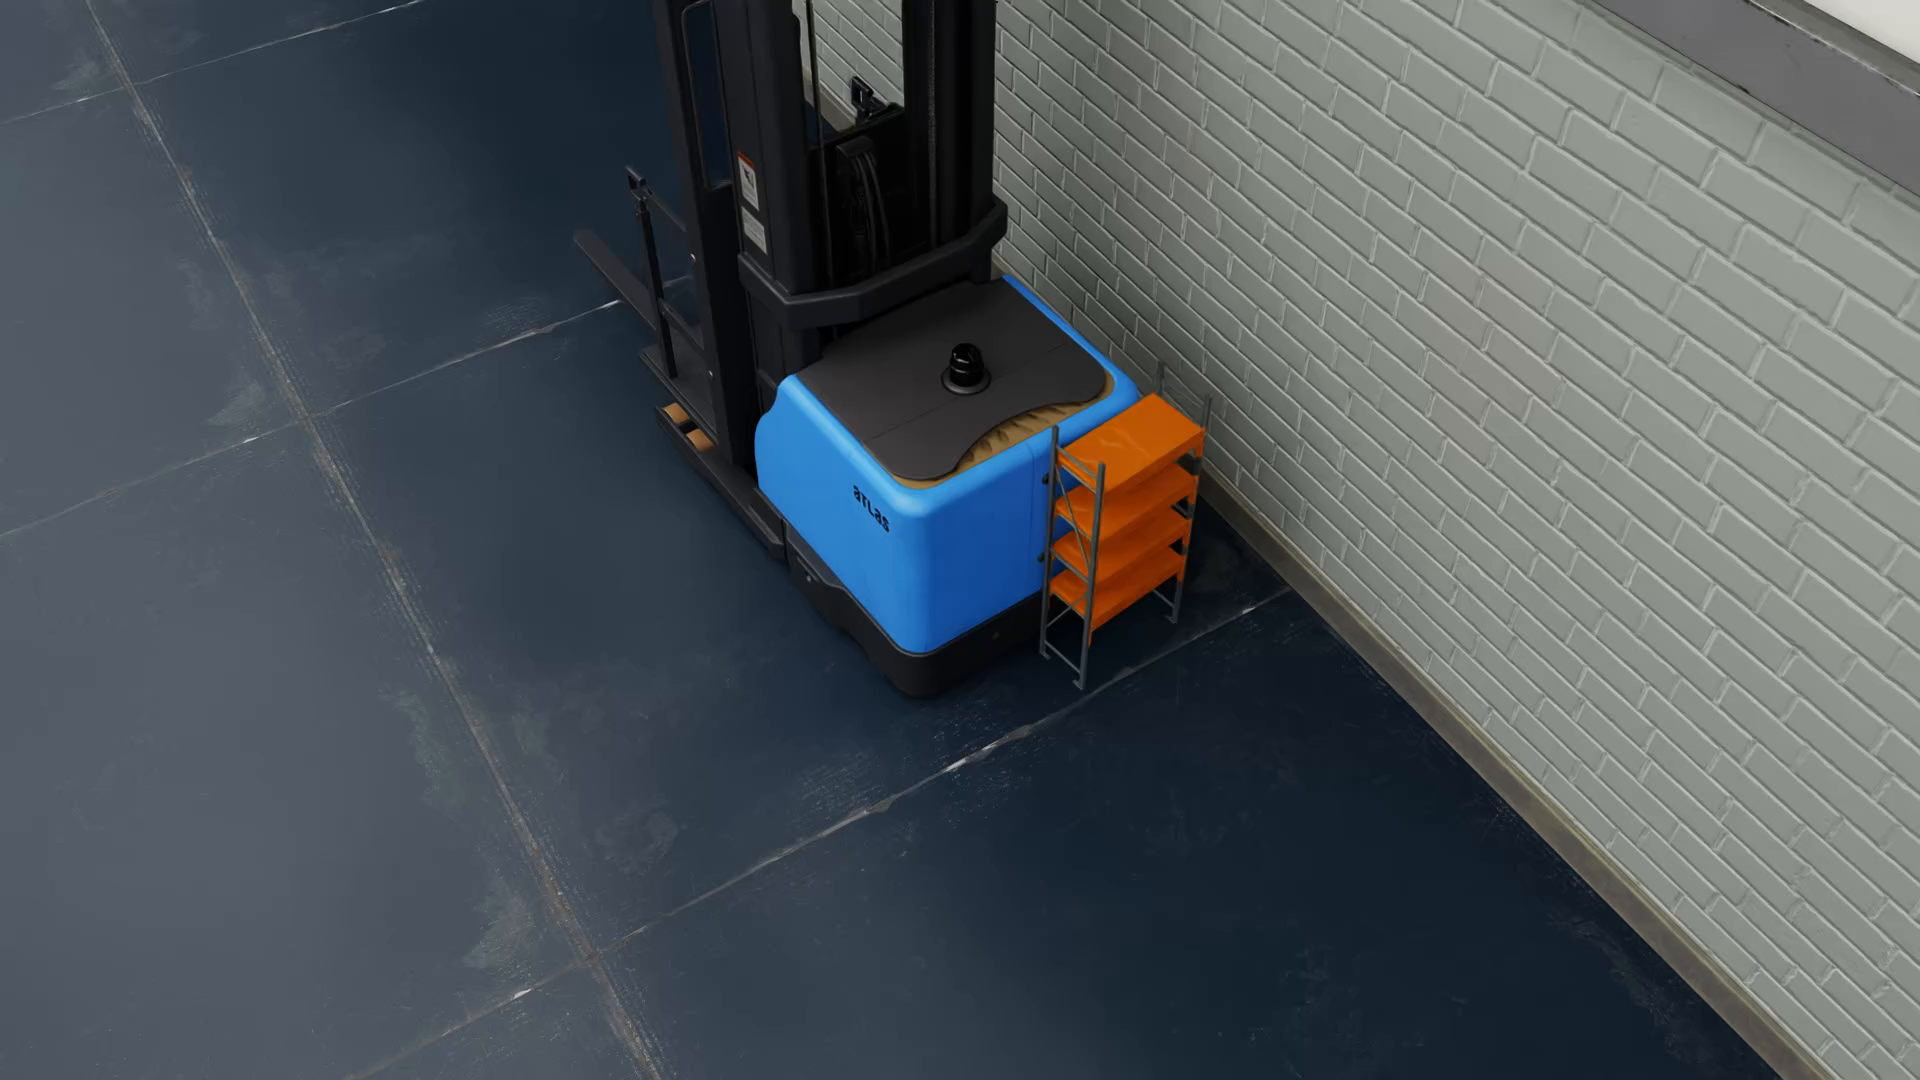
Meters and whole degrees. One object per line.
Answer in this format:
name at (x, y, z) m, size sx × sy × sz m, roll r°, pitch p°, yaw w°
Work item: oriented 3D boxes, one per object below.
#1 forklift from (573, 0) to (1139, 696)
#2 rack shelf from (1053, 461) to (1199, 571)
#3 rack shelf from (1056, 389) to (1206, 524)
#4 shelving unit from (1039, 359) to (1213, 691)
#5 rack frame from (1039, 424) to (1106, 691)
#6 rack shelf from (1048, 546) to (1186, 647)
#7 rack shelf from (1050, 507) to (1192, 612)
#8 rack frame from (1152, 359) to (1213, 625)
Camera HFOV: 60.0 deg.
forklift at (-0.630, -1.469, 6.041) m, size 1.130 × 2.935 × 3.031 m, roll -28°, pitch 54°, yaw -23°
rack shelf at (0.569, -0.130, 5.798) m, size 0.480 × 0.148 × 0.258 m, roll -32°, pitch 56°, yaw -26°
rack shelf at (0.569, -0.287, 5.621) m, size 0.480 × 0.148 × 0.258 m, roll -32°, pitch 56°, yaw -26°
shelving unit at (0.569, -0.026, 5.915) m, size 0.503 × 1.200 × 0.258 m, roll -32°, pitch 56°, yaw -26°
rack frame at (0.383, 0.092, 5.810) m, size 0.015 × 1.200 × 0.240 m, roll -32°, pitch 56°, yaw -26°
rack shelf at (0.569, 0.151, 6.113) m, size 0.480 × 0.148 × 0.258 m, roll -32°, pitch 56°, yaw -26°
rack shelf at (0.569, 0.019, 5.965) m, size 0.480 × 0.148 × 0.258 m, roll -32°, pitch 56°, yaw -26°
rack frame at (0.755, -0.144, 6.020) m, size 0.015 × 1.200 × 0.240 m, roll -32°, pitch 56°, yaw -26°
